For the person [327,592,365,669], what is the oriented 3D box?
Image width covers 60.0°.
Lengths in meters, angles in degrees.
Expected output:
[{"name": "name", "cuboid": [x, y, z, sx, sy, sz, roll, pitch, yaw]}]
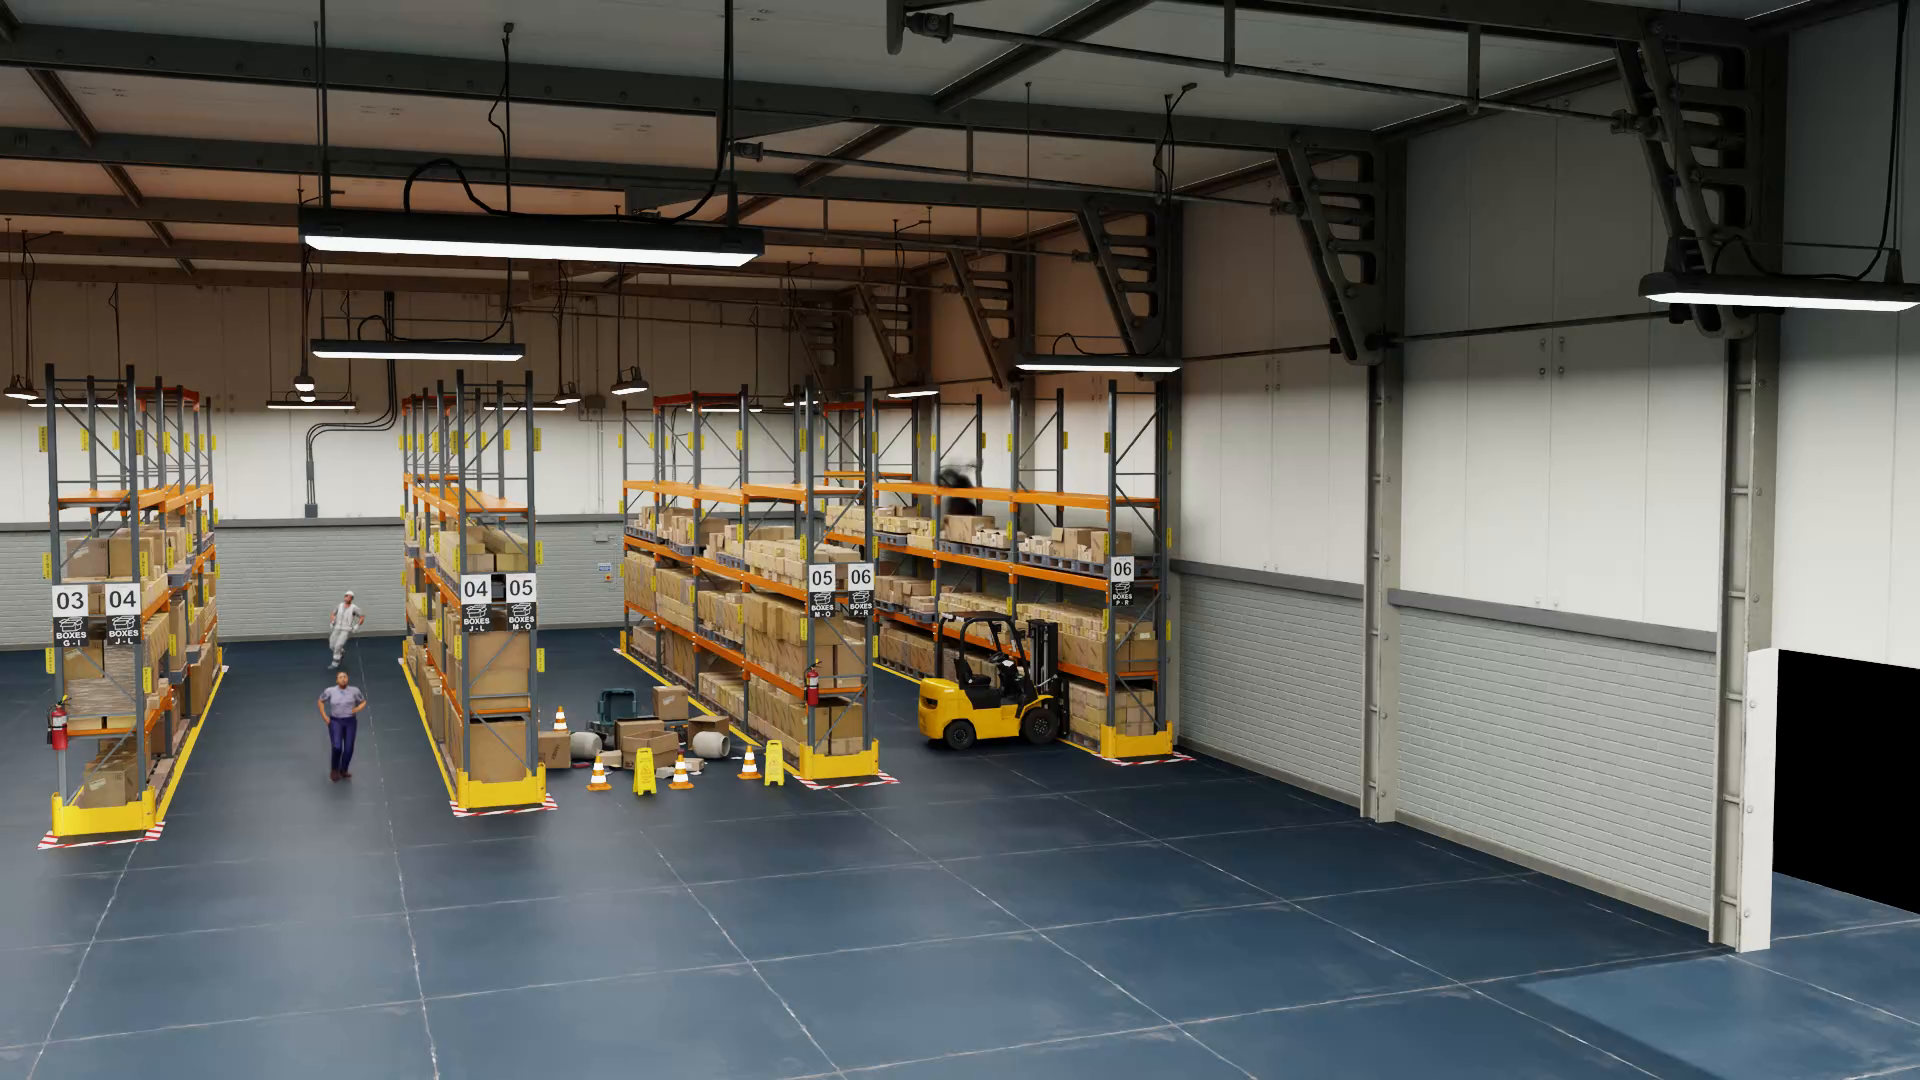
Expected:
[{"name": "person", "cuboid": [-13.633, 2.000, 36.840, 0.733, 1.712, 0.717, 1, 3, 11]}]

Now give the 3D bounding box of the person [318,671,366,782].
[{"name": "person", "cuboid": [-9.113, 2.760, 24.588, 0.663, 1.626, 0.593, -2, 4, -28]}]
